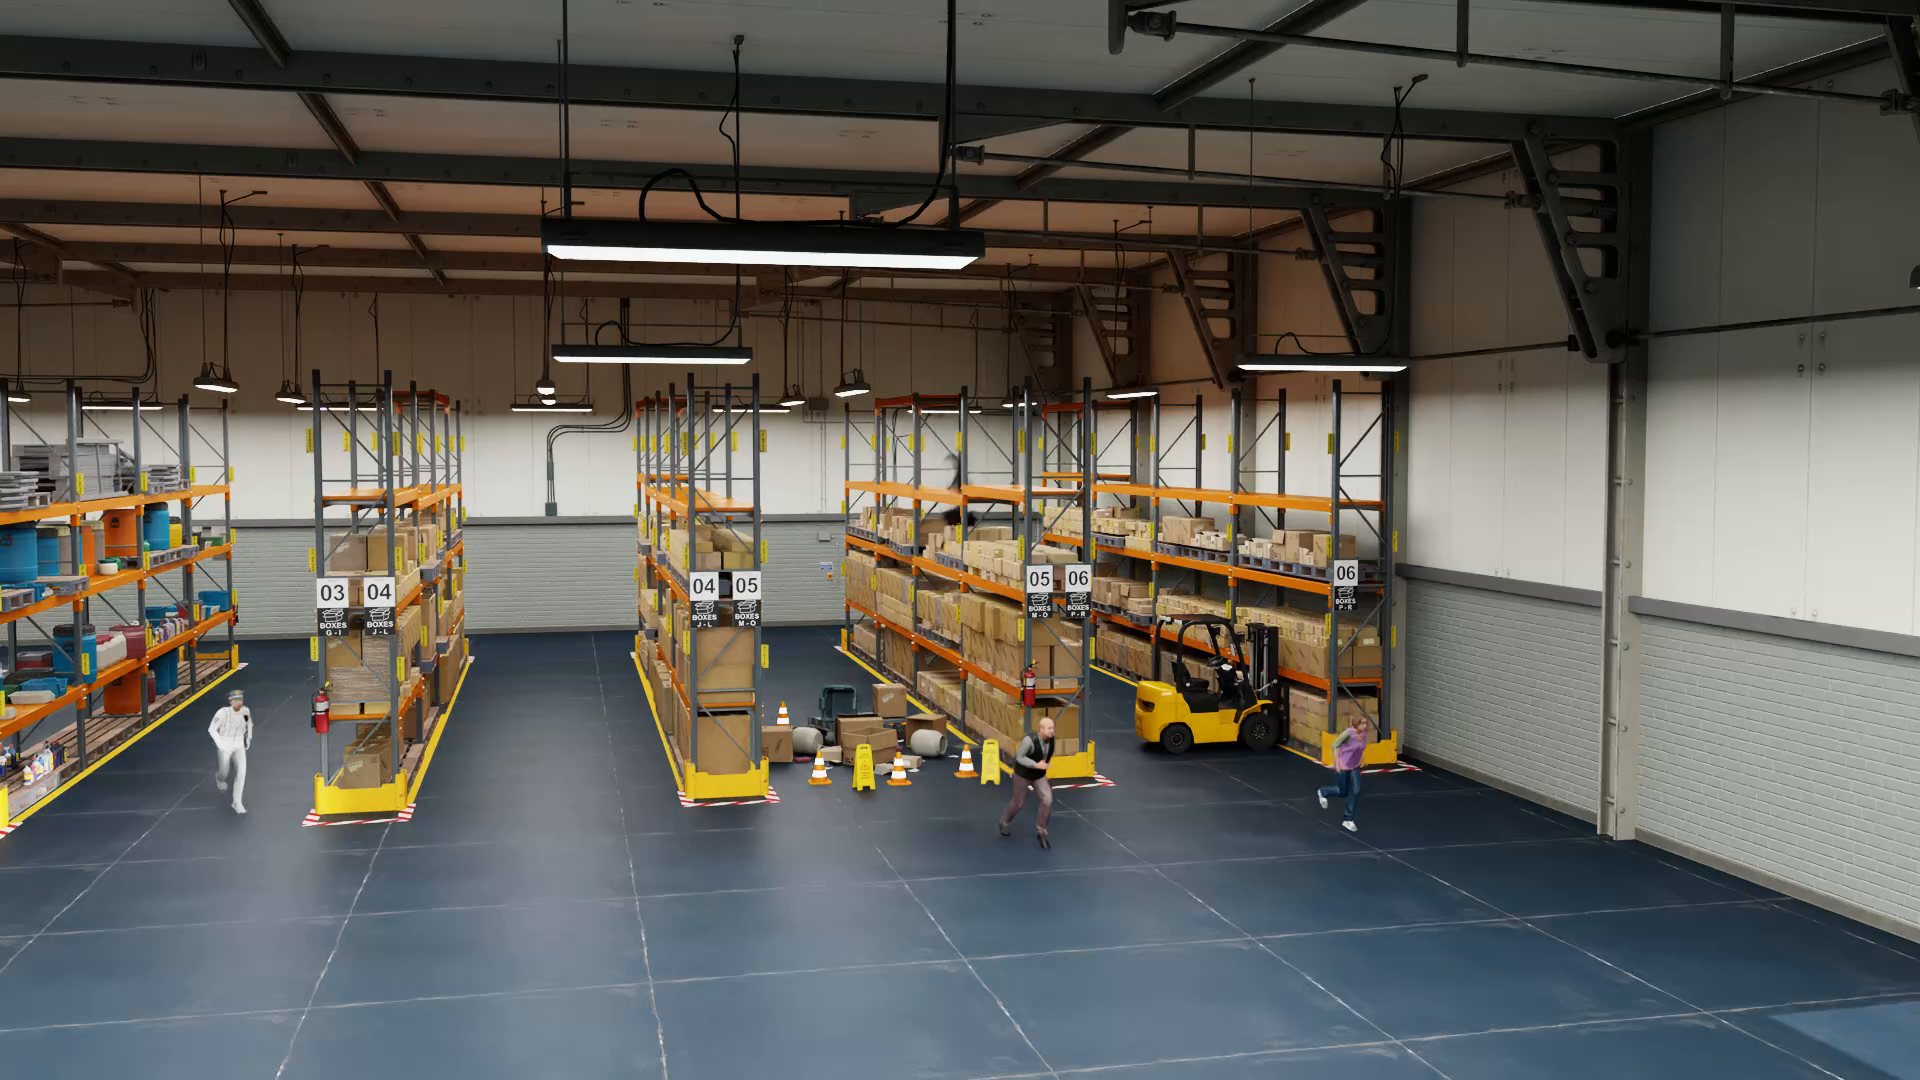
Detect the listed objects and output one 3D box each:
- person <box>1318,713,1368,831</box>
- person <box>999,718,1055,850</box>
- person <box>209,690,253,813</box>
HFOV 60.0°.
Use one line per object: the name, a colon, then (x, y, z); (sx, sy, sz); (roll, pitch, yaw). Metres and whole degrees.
person: (5.027, 2.999, 21.822); (0.539, 1.546, 0.817); (-2, 4, -35)
person: (0.853, 3.012, 20.823); (0.701, 1.680, 0.990); (-3, 4, -40)
person: (-10.043, 2.874, 22.912); (0.620, 1.682, 0.964); (-3, 4, -41)
